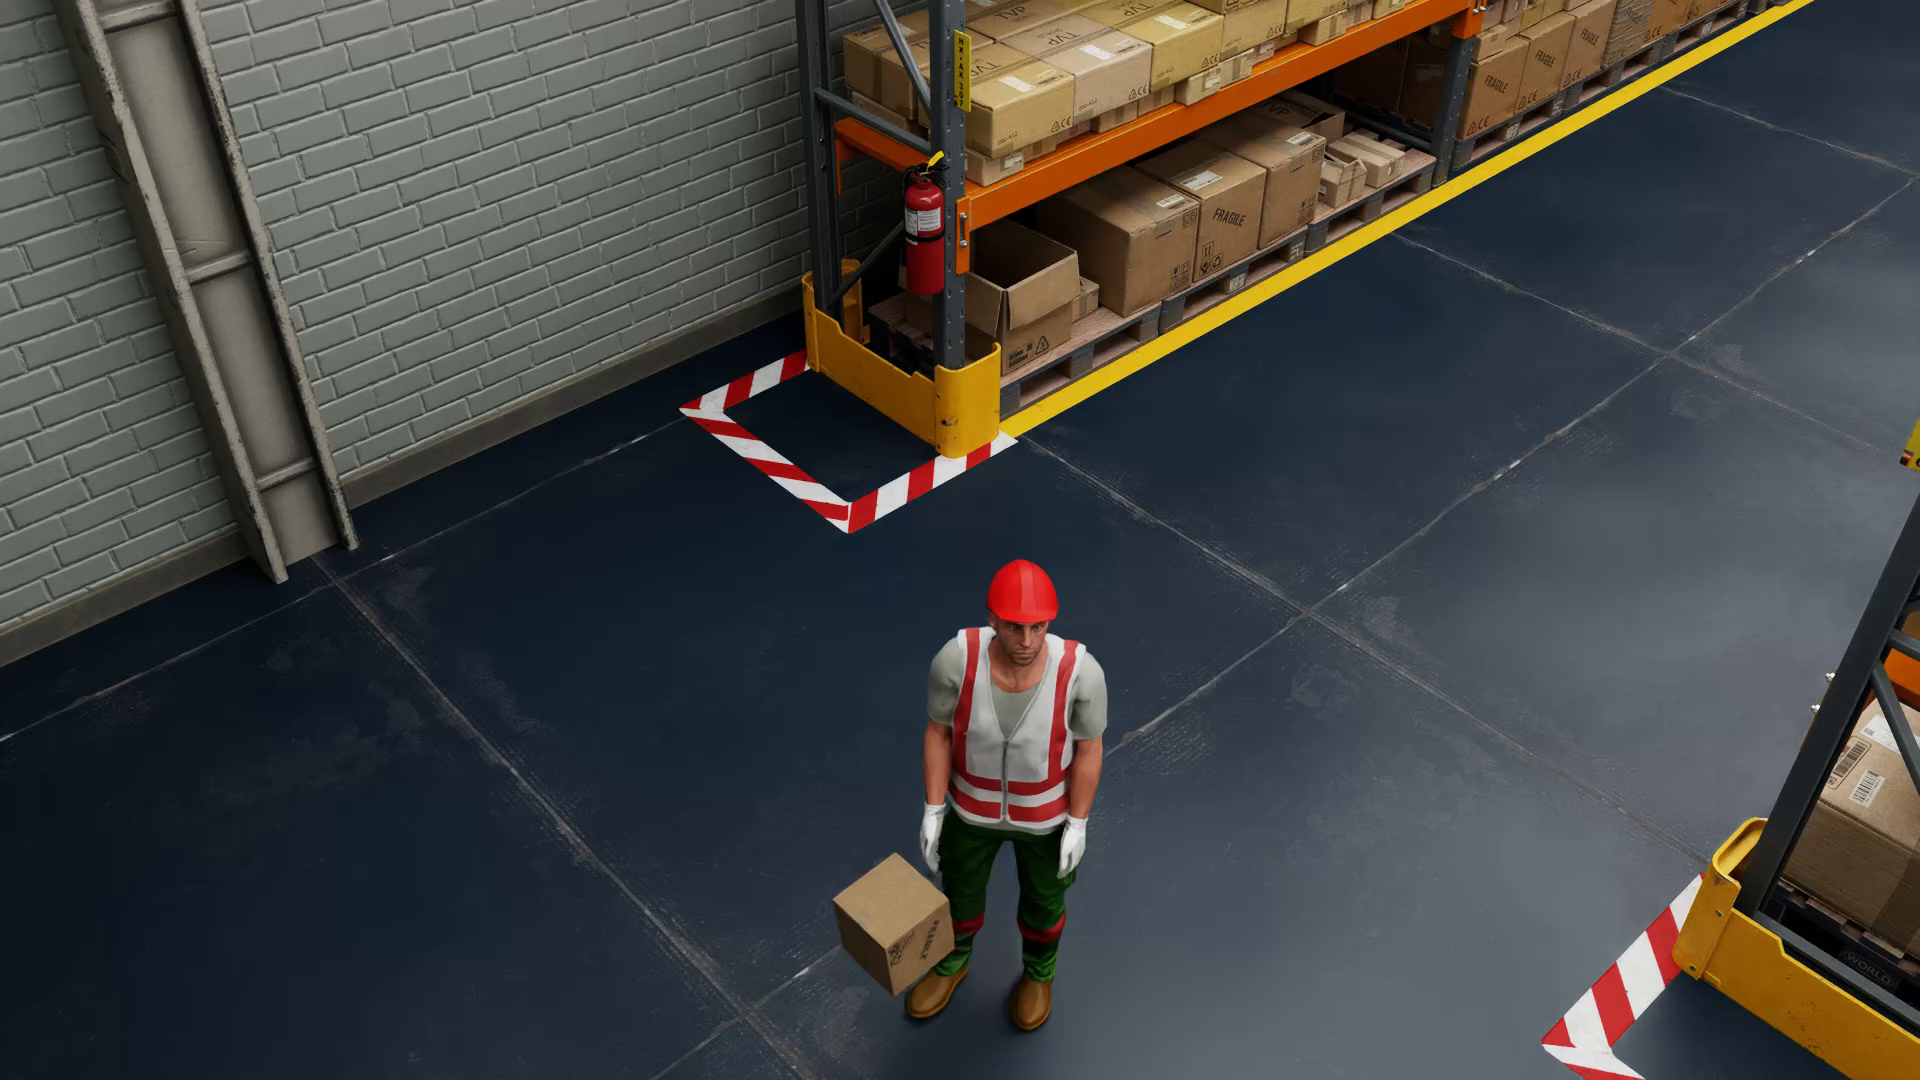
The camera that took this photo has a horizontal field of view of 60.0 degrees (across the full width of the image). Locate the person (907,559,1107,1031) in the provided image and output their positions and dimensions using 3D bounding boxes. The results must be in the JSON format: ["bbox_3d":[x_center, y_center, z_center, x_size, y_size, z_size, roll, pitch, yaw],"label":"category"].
[{"bbox_3d":[0.131,0.833,5.099,0.586,1.795,0.450,6,40,8],"label":"person"}]
